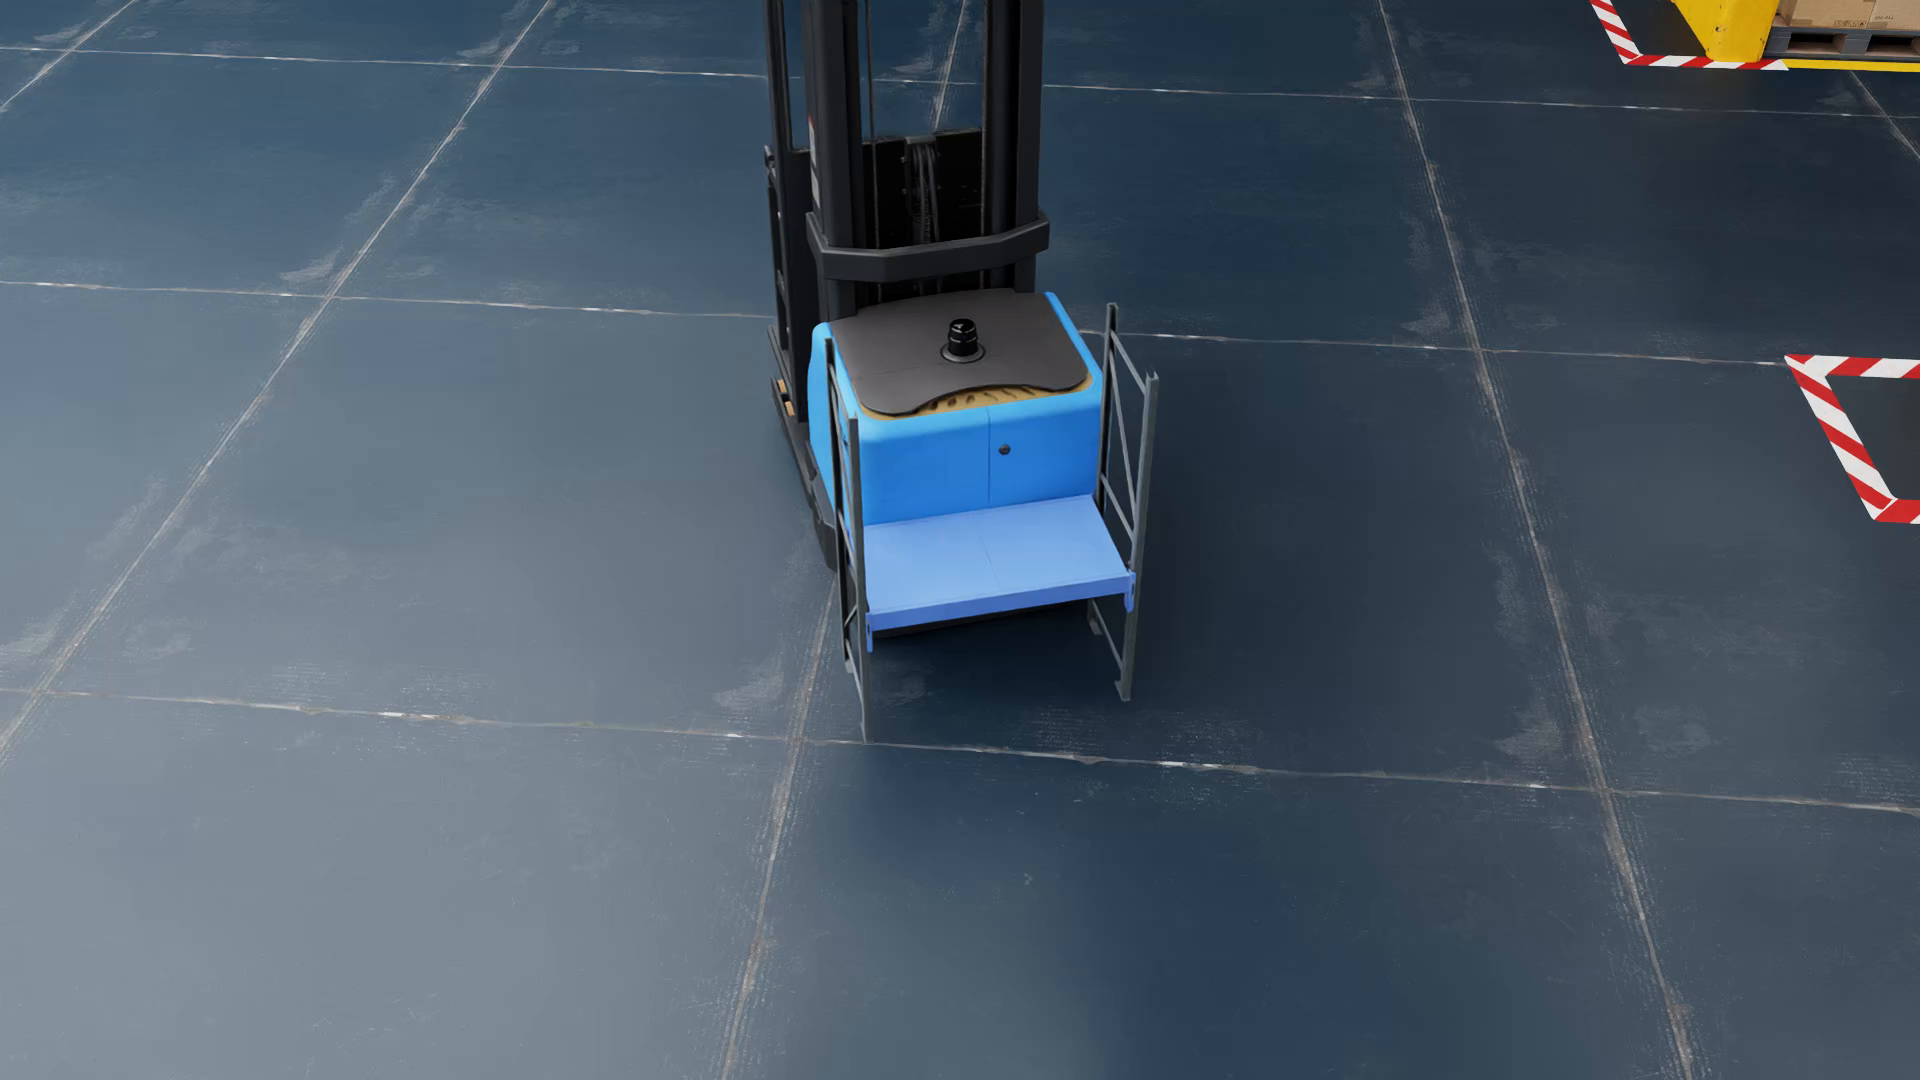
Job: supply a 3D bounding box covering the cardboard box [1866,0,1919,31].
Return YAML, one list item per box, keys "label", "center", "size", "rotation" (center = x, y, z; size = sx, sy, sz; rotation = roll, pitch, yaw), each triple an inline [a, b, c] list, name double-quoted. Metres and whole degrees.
- label: "cardboard box"
  center: [6.322, -3.651, 11.205]
  size: [0.500, 0.250, 0.500]
  rotation: [3, 39, 4]

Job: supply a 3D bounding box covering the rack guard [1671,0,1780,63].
- label: "rack guard"
  center: [5.285, -3.781, 11.499]
  size: [0.348, 0.500, 1.175]
  rotation: [3, 39, 4]

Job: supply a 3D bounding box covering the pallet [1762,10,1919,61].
- label: "pallet"
  center: [6.074, -3.652, 11.569]
  size: [1.213, 0.211, 1.003]
  rotation: [3, 39, 4]

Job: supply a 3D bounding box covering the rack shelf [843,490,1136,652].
- label: "rack shelf"
  center: [0.097, 0.105, 6.217]
  size: [1.000, 0.185, 0.538]
  rotation: [-8, 40, -10]

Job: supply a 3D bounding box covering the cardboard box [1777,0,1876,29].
- label: "cardboard box"
  center: [5.824, -3.676, 11.236]
  size: [0.500, 0.250, 0.500]
  rotation: [3, 39, 4]

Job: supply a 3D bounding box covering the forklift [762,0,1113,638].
- label: "forklift"
  center: [-0.277, -1.681, 6.994]
  size: [1.130, 2.935, 3.031]
  rotation: [-10, 40, -12]

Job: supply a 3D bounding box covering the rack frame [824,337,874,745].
- label: "rack frame"
  center: [-0.399, 0.038, 6.016]
  size: [0.032, 1.500, 0.500]
  rotation: [-8, 40, -10]

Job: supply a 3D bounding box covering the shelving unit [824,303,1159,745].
- label: "shelving unit"
  center: [0.097, -0.034, 6.104]
  size: [1.048, 1.500, 0.538]
  rotation: [-8, 40, -10]

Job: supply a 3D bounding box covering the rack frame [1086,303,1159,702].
- label: "rack frame"
  center: [0.592, -0.106, 6.192]
  size: [0.032, 1.500, 0.500]
  rotation: [-8, 40, -10]
